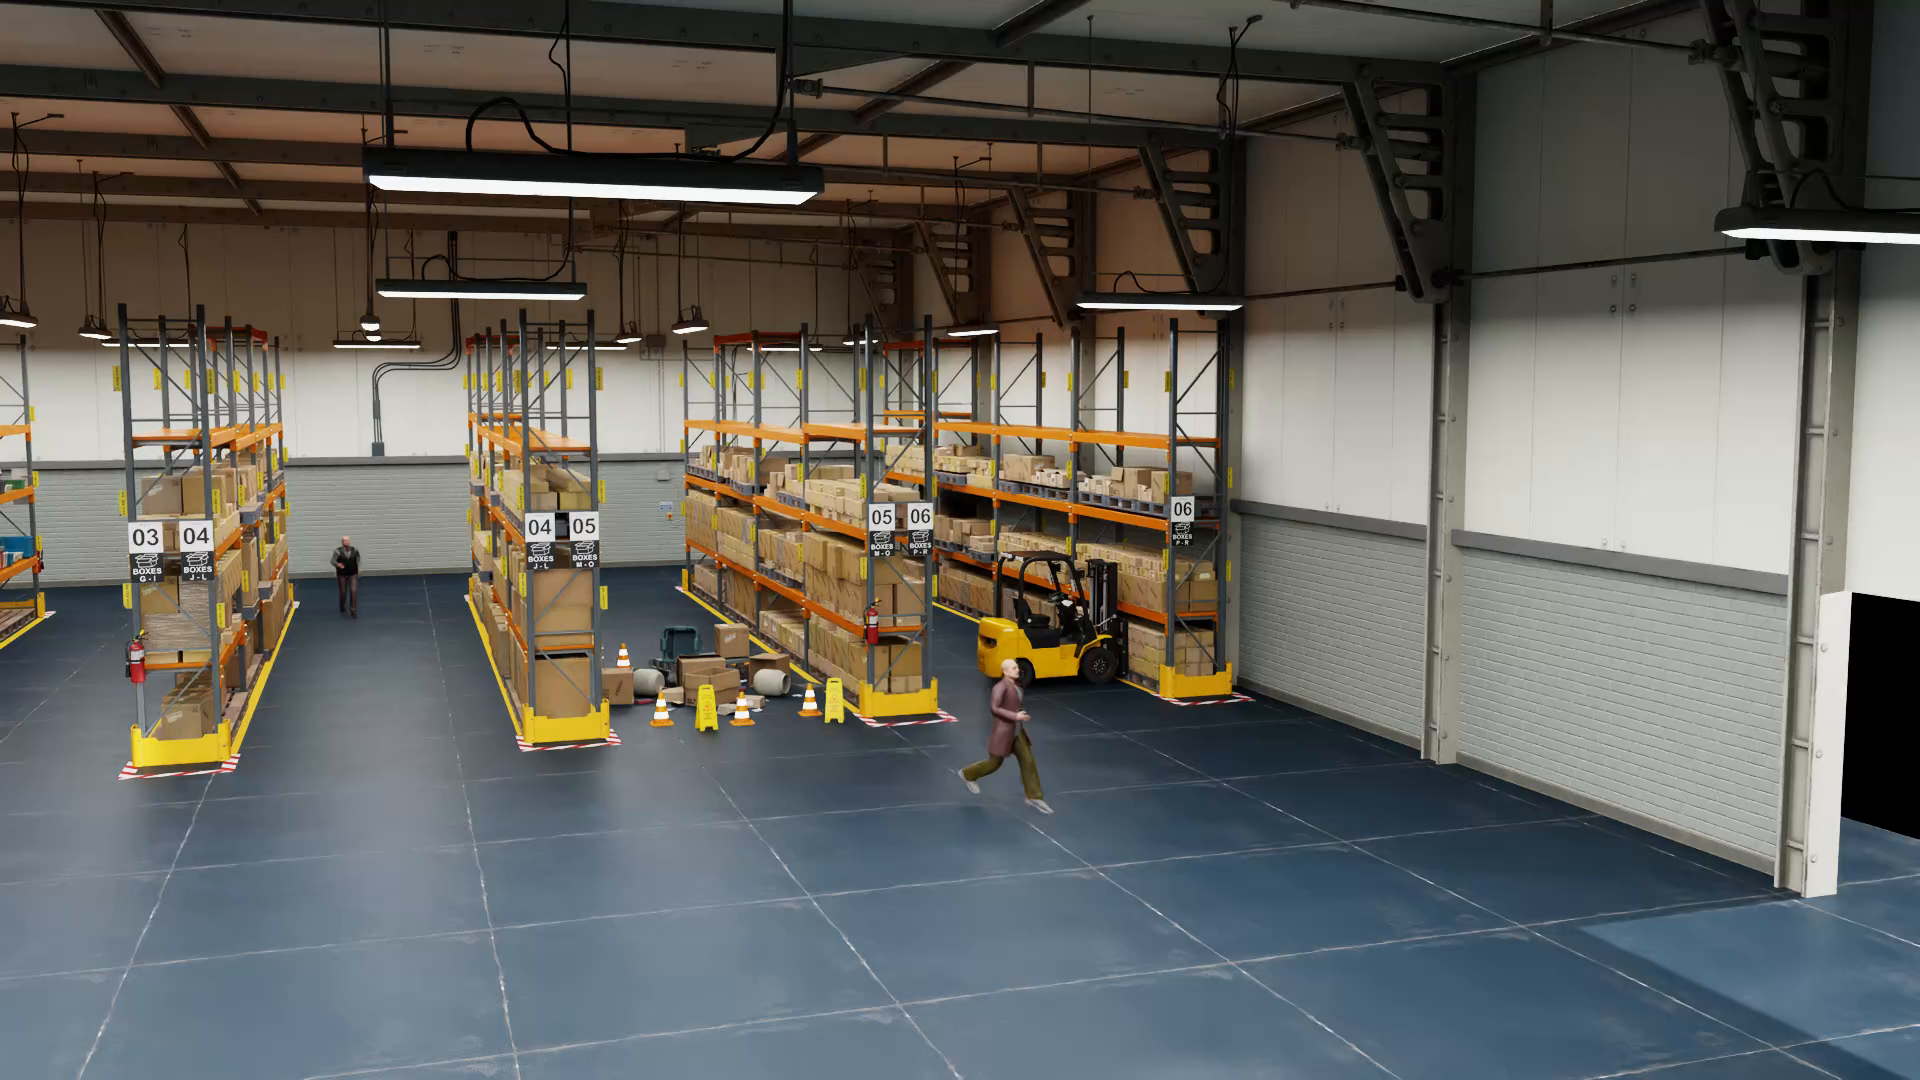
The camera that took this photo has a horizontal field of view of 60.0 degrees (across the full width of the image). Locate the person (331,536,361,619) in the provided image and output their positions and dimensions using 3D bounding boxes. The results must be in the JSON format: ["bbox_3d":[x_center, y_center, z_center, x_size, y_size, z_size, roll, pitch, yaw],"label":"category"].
[{"bbox_3d":[-13.123,0.771,35.567,0.633,1.738,0.934,-3,6,-27],"label":"person"}]

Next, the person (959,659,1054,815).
[{"bbox_3d":[0.514,2.282,19.486,1.218,1.796,0.671,4,7,34],"label":"person"}]
